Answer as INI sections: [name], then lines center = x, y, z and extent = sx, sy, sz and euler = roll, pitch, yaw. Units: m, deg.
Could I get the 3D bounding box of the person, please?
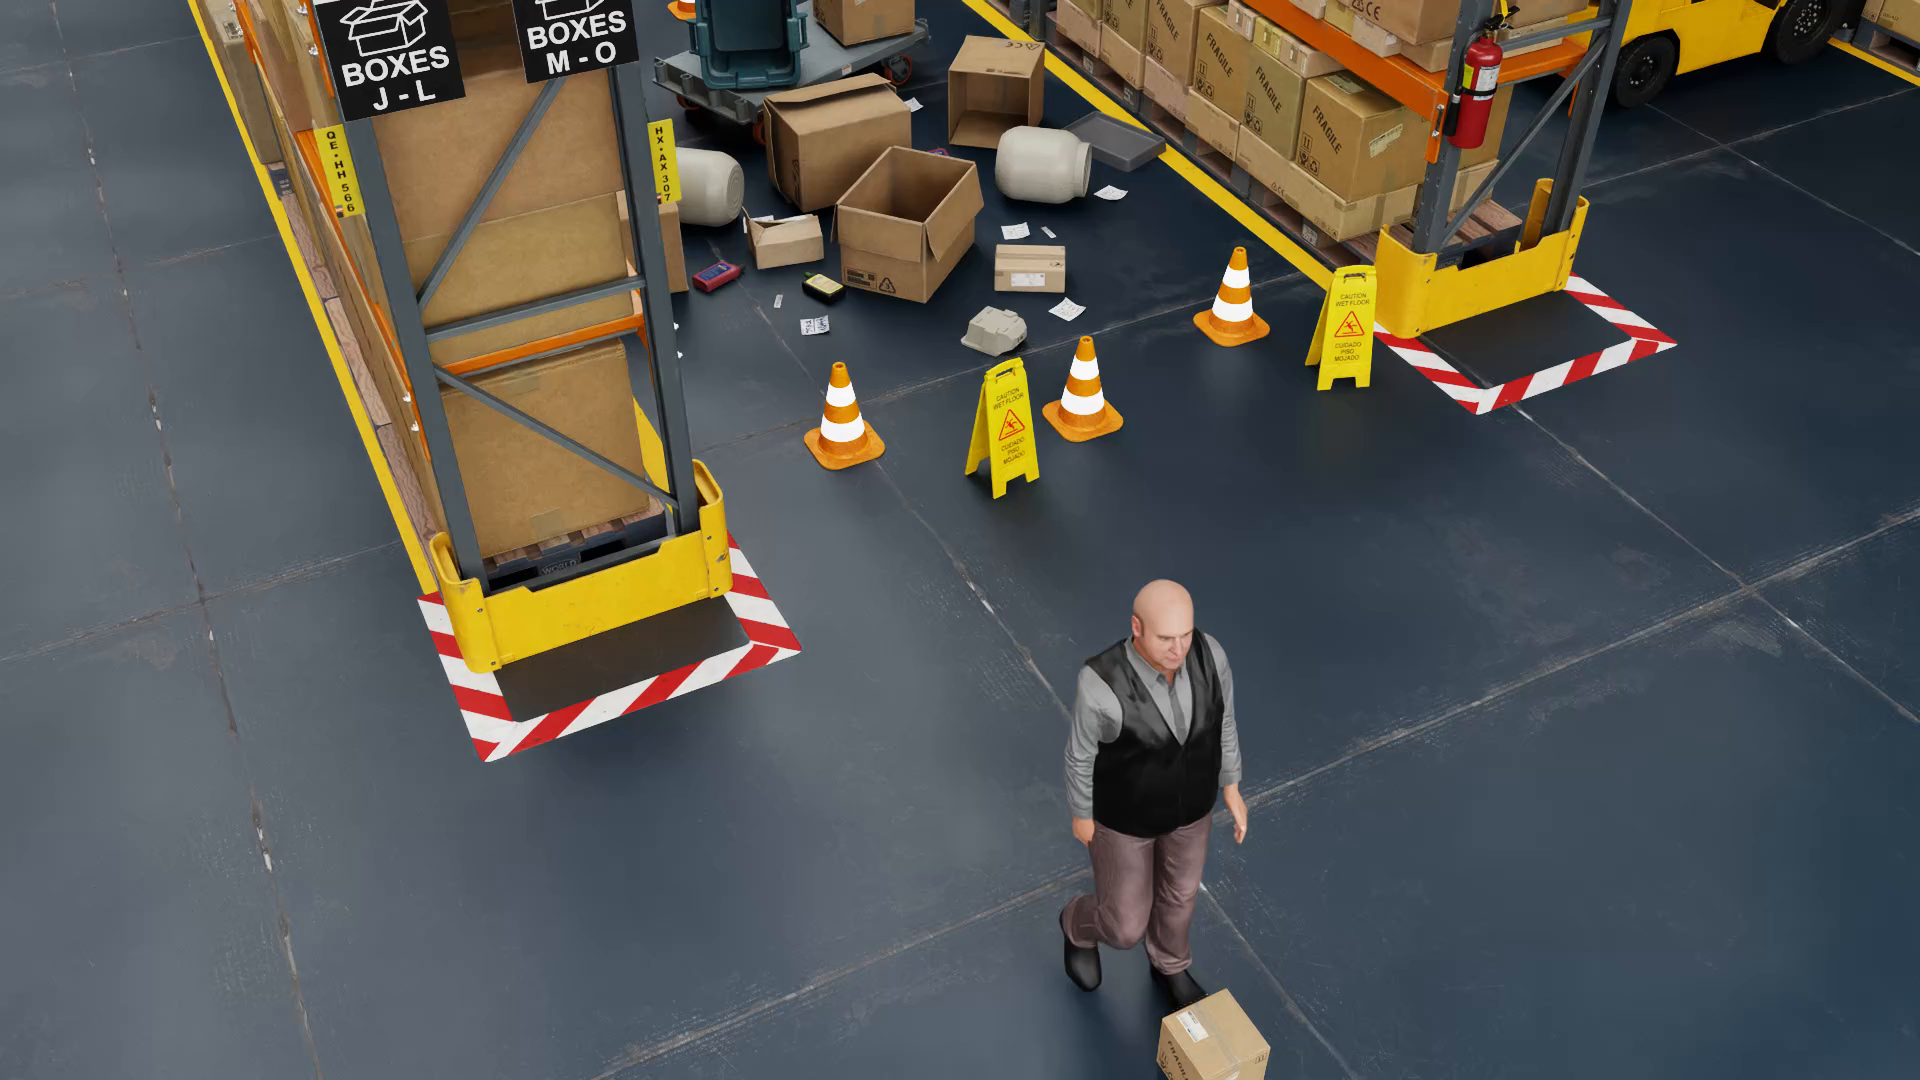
[person]
center = 0.625, 0.856, 5.175
extent = 0.558, 1.719, 0.540
euler = -19, 44, -20
